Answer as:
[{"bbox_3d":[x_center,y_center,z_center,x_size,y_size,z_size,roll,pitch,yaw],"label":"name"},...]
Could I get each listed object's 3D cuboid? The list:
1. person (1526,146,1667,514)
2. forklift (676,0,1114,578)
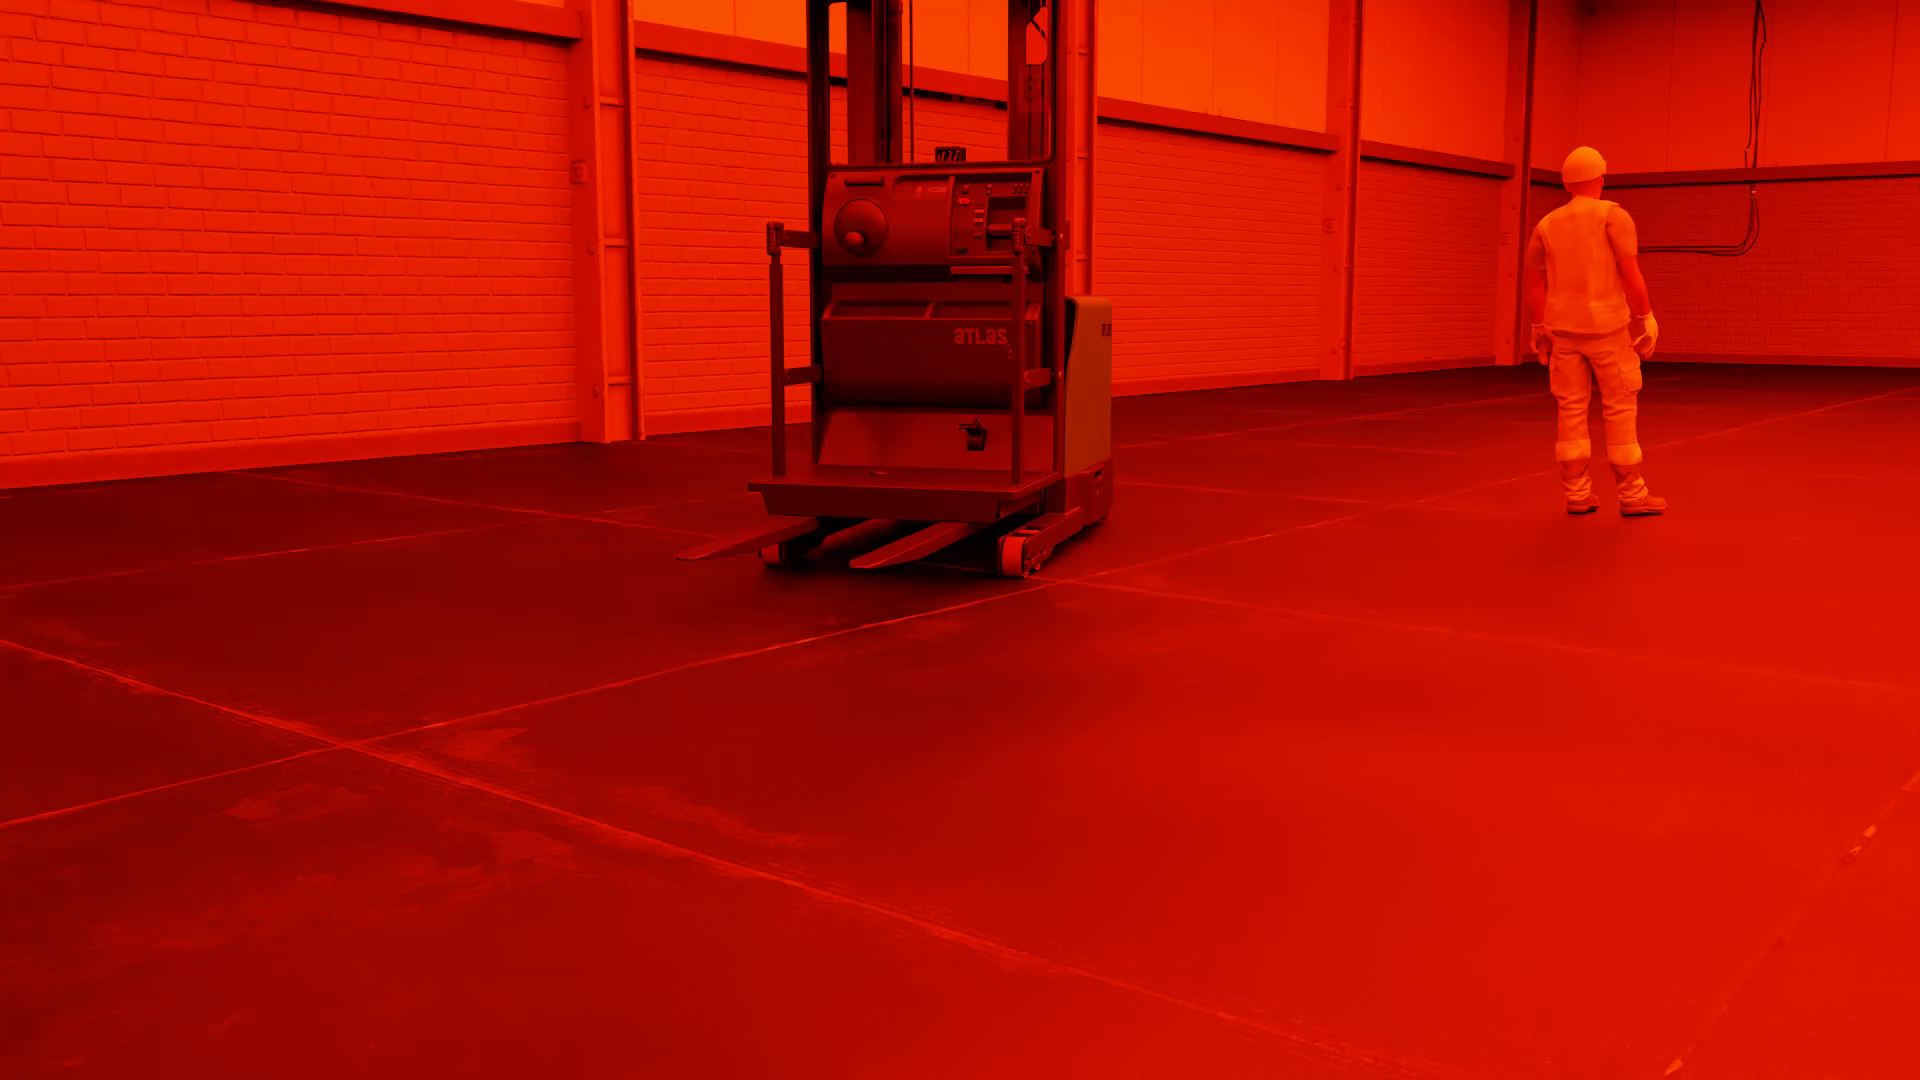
[{"bbox_3d":[3.159,-1.034,8.244,0.564,1.787,0.637,-8,11,-42],"label":"person"},{"bbox_3d":[-0.176,-1.366,6.616,1.130,2.935,3.031,3,9,17],"label":"forklift"}]
